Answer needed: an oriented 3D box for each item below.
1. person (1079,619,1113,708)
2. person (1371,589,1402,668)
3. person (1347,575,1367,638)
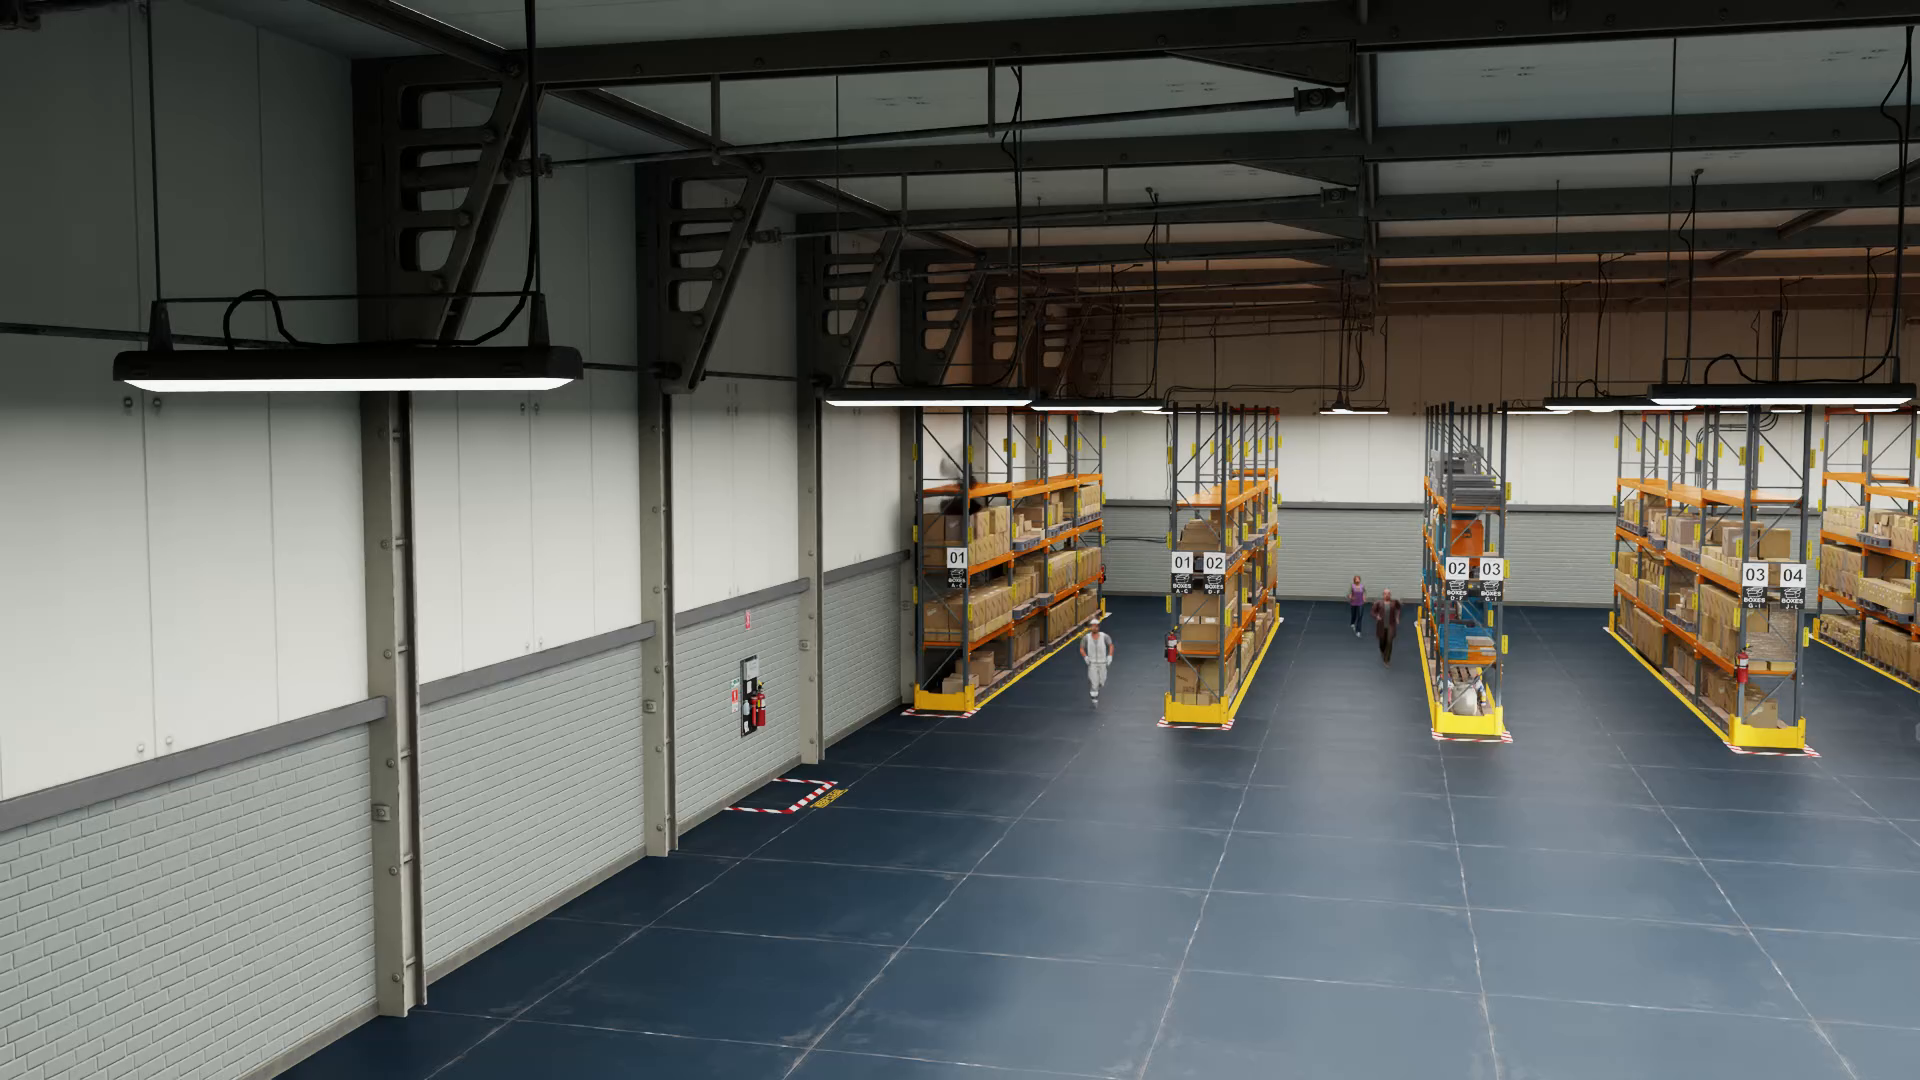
[{"bbox_3d":[2.695,2.429,32.872,0.670,1.752,0.677,0,4,2],"label":"person"},{"bbox_3d":[9.853,2.024,38.440,0.717,1.804,0.968,1,4,13],"label":"person"},{"bbox_3d":[10.394,1.717,43.558,0.538,1.599,0.848,0,4,3],"label":"person"}]
